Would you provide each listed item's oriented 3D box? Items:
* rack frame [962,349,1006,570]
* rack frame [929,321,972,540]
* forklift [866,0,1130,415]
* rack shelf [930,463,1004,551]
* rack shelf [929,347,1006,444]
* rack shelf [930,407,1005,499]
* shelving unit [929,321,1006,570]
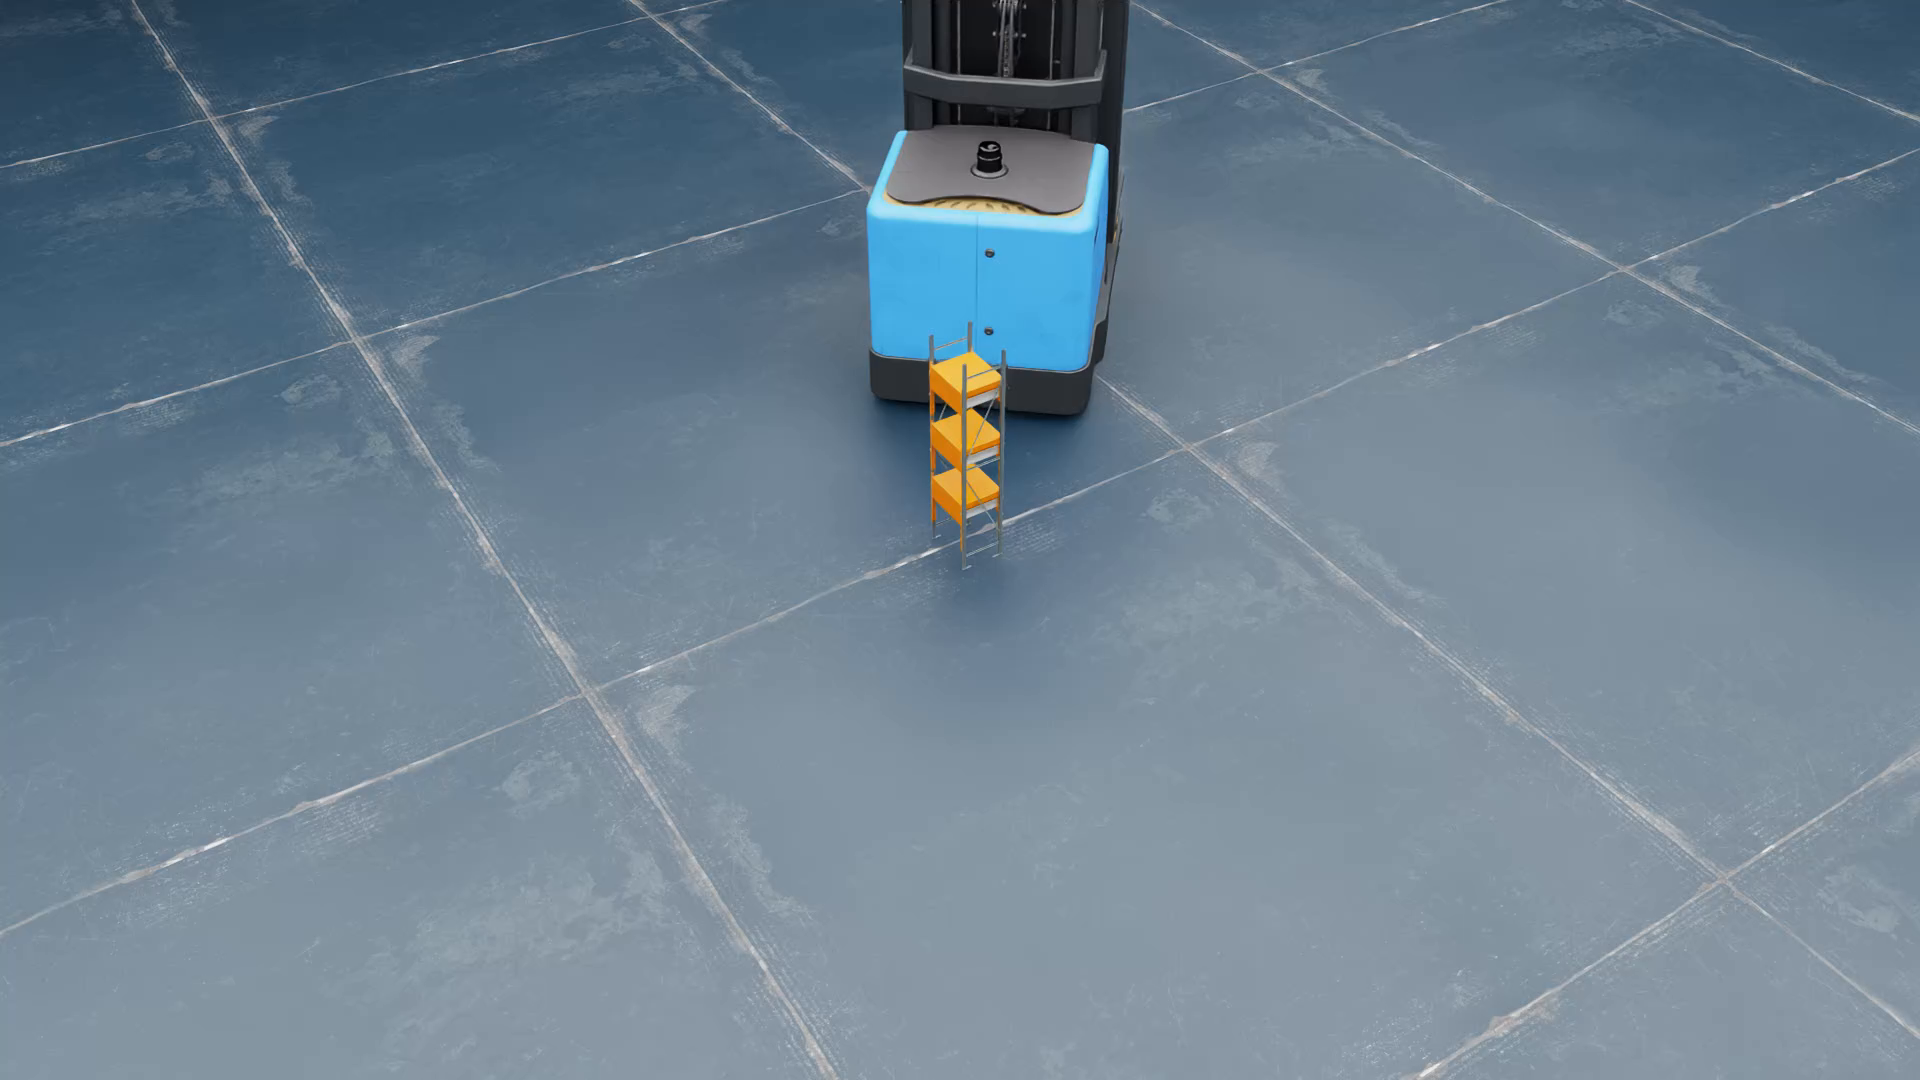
[{"bbox_3d":[0.094,-0.309,6.800,0.200,1.050,0.008,-22,45,-24],"label":"rack frame"},{"bbox_3d":[-0.037,-0.440,6.958,0.200,1.050,0.008,-22,45,-24],"label":"rack frame"},{"bbox_3d":[0.301,-2.659,8.152,1.130,2.935,3.031,6,40,7],"label":"forklift"},{"bbox_3d":[0.029,-0.153,7.064,0.215,0.259,0.240,-22,45,-24],"label":"rack shelf"},{"bbox_3d":[0.029,-0.584,6.704,0.215,0.259,0.240,-22,45,-24],"label":"rack shelf"},{"bbox_3d":[0.029,-0.366,6.886,0.215,0.259,0.240,-22,45,-24],"label":"rack shelf"},{"bbox_3d":[0.029,-0.374,6.879,0.215,1.050,0.252,-22,45,-24],"label":"shelving unit"}]
